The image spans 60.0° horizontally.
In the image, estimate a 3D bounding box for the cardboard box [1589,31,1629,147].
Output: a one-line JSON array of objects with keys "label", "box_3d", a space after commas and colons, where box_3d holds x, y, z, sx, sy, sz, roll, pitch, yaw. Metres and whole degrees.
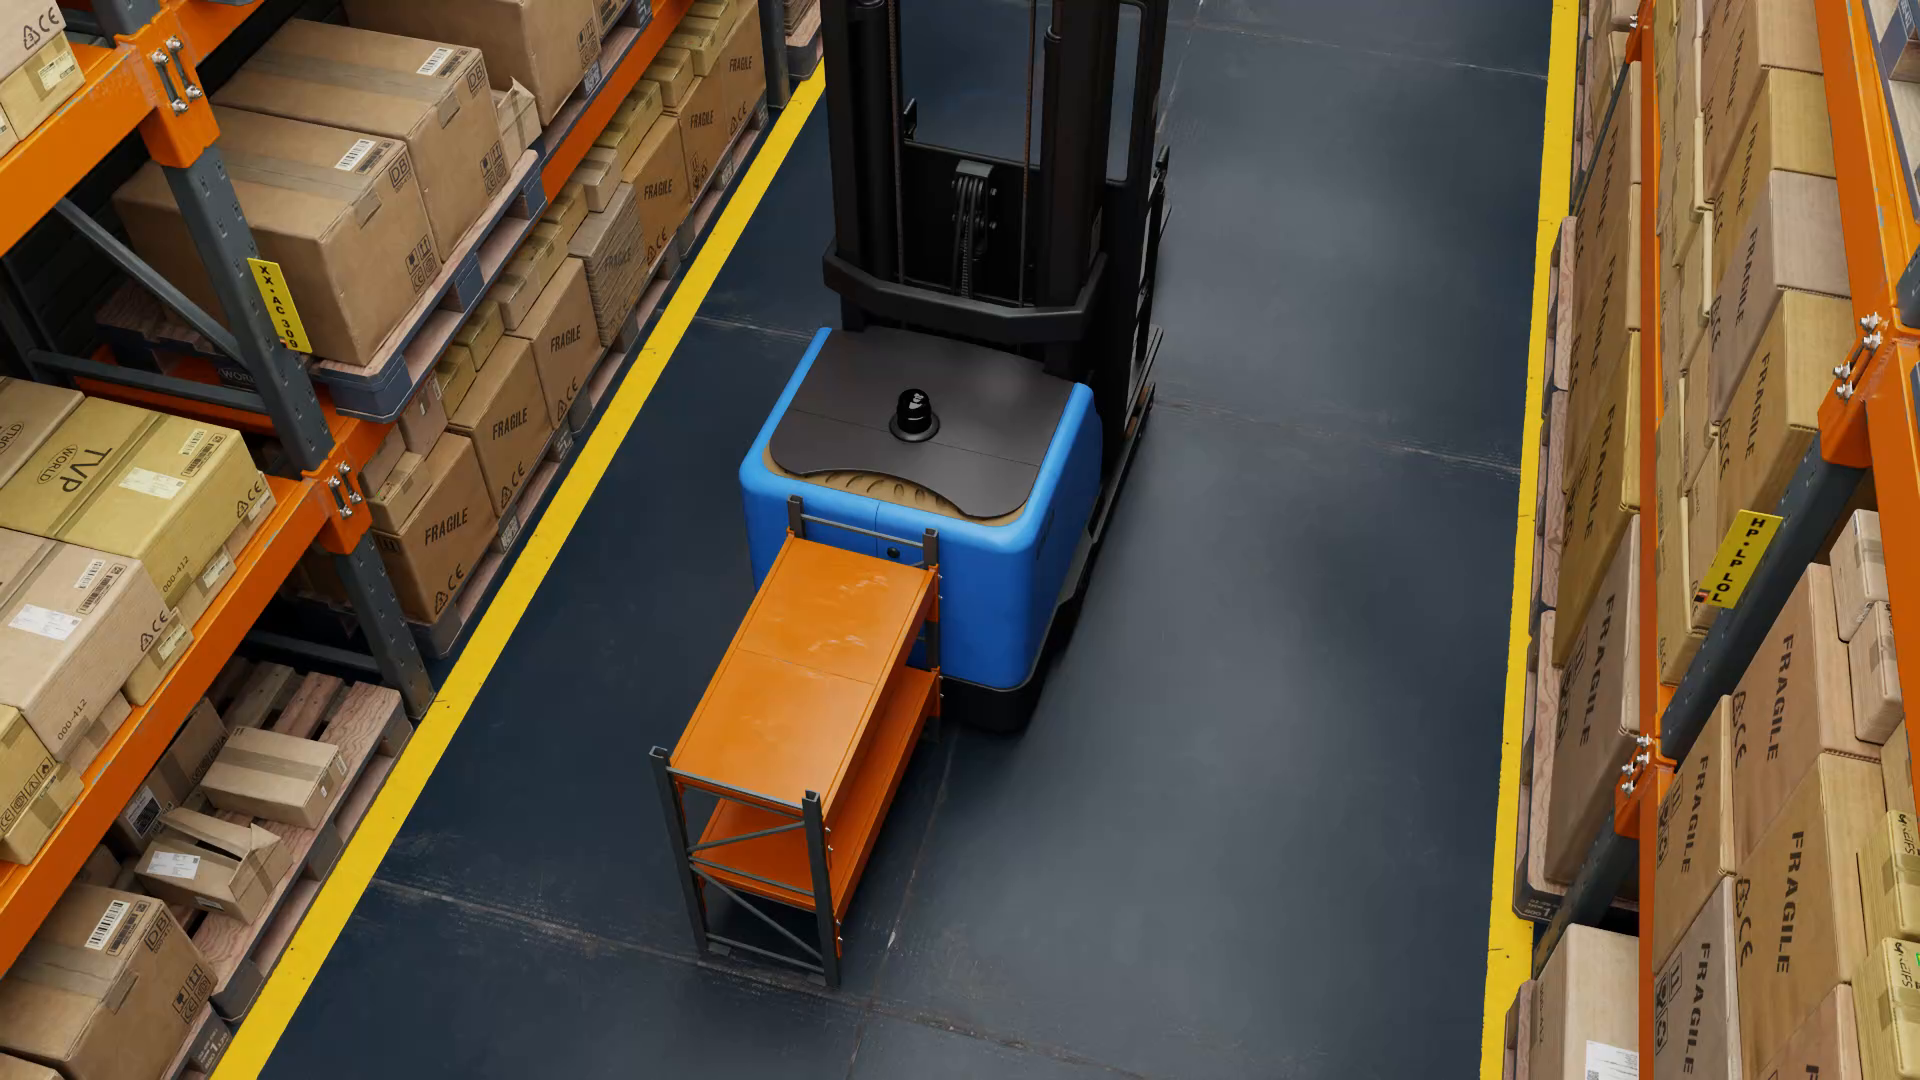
[{"label": "cardboard box", "box_3d": [3.564, -2.063, 7.962, 0.950, 0.372, 0.625, 9, 49, 7]}]

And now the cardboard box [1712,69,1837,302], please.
[{"label": "cardboard box", "box_3d": [2.510, -0.969, 4.790, 0.500, 0.500, 0.500, 13, 50, 11]}]

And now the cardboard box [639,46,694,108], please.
[{"label": "cardboard box", "box_3d": [-1.423, -2.098, 7.474, 0.380, 0.149, 0.250, 10, 49, 9]}]

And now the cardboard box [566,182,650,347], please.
[{"label": "cardboard box", "box_3d": [-1.683, -1.209, 7.122, 0.500, 0.500, 0.500, 10, 49, 9]}]

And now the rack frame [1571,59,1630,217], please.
[{"label": "rack frame", "box_3d": [3.406, -2.387, 6.775, 1.000, 3.000, 0.127, 12, 50, 10]}]

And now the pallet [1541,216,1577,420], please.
[{"label": "pallet", "box_3d": [3.126, -0.909, 7.330, 1.003, 0.211, 1.213, 12, 50, 10]}]

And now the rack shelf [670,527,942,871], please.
[{"label": "rack shelf", "box_3d": [-0.467, 0.462, 5.120, 0.538, 0.278, 1.000, 14, 50, 12]}]

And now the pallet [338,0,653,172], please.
[{"label": "pallet", "box_3d": [-1.891, -1.893, 6.467, 1.003, 0.211, 1.213, 12, 50, 10]}]

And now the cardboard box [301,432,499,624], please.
[{"label": "cardboard box", "box_3d": [-2.092, -0.088, 6.133, 0.500, 0.500, 0.500, 14, 50, 12]}]

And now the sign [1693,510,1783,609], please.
[{"label": "sign", "box_3d": [1.827, 0.049, 3.905, 0.100, 0.325, 0.005, 12, 50, 10]}]

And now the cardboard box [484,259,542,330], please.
[{"label": "cardboard box", "box_3d": [-1.870, -0.982, 6.489, 0.380, 0.149, 0.250, 11, 50, 10]}]

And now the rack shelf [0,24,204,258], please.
[{"label": "rack shelf", "box_3d": [-2.963, 0.221, 2.952, 1.077, 0.370, 4.000, 12, 50, 10]}]

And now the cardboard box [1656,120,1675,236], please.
[{"label": "cardboard box", "box_3d": [2.773, -1.280, 5.898, 0.500, 0.250, 0.500, 13, 50, 11]}]

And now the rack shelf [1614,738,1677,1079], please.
[{"label": "rack shelf", "box_3d": [1.827, 2.191, 3.214, 1.077, 0.370, 4.000, 12, 50, 10]}]

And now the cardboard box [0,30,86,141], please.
[{"label": "cardboard box", "box_3d": [-2.246, -1.062, 3.772, 0.380, 0.149, 0.250, 11, 50, 10]}]

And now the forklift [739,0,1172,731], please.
[{"label": "forklift", "box_3d": [0.195, -1.417, 5.964, 1.130, 2.935, 3.031, 14, 50, 12]}]

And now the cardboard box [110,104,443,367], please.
[{"label": "cardboard box", "box_3d": [-2.093, -0.948, 5.158, 0.700, 0.500, 0.500, 13, 50, 11]}]

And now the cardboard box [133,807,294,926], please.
[{"label": "cardboard box", "box_3d": [-2.394, 1.014, 5.316, 0.396, 0.266, 0.258, 13, 50, 11]}]

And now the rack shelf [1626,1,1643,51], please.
[{"label": "rack shelf", "box_3d": [3.932, -3.596, 8.321, 1.077, 0.370, 4.000, 12, 50, 10]}]

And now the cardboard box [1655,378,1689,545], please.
[{"label": "cardboard box", "box_3d": [2.363, -0.187, 4.933, 0.500, 0.250, 0.500, 11, 49, 10]}]

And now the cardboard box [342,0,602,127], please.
[{"label": "cardboard box", "box_3d": [-1.750, -1.891, 5.990, 0.700, 0.500, 0.500, 11, 50, 10]}]

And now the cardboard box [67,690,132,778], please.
[{"label": "cardboard box", "box_3d": [-2.465, 0.463, 4.427, 0.380, 0.149, 0.250, 13, 50, 11]}]

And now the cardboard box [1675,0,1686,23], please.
[{"label": "cardboard box", "box_3d": [3.034, -2.185, 6.363, 0.500, 0.250, 0.500, 11, 50, 10]}]

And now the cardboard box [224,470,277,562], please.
[{"label": "cardboard box", "box_3d": [-2.277, -0.107, 4.930, 0.380, 0.149, 0.250, 12, 50, 11]}]

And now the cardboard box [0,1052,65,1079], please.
[{"label": "cardboard box", "box_3d": [-2.739, 1.714, 4.543, 0.500, 0.500, 0.500, 12, 50, 11]}]

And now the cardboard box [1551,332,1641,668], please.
[{"label": "cardboard box", "box_3d": [2.669, -0.049, 5.848, 0.875, 0.875, 0.875, 13, 50, 11]}]

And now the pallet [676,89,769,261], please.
[{"label": "pallet", "box_3d": [-1.617, -1.909, 8.213, 1.003, 0.211, 1.213, 12, 50, 10]}]

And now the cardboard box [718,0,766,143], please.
[{"label": "cardboard box", "box_3d": [-1.288, -2.327, 8.109, 0.500, 0.500, 0.500, 13, 50, 11]}]

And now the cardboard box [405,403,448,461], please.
[{"label": "cardboard box", "box_3d": [-2.087, -0.420, 5.993, 0.380, 0.149, 0.250, 10, 49, 9]}]

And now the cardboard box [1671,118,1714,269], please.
[{"label": "cardboard box", "box_3d": [2.608, -1.089, 5.396, 0.500, 0.250, 0.500, 12, 50, 11]}]

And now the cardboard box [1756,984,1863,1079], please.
[{"label": "cardboard box", "box_3d": [1.709, 1.171, 2.901, 0.500, 0.500, 0.500, 12, 50, 11]}]

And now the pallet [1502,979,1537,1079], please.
[{"label": "pallet", "box_3d": [2.078, 1.964, 4.795, 1.003, 0.211, 1.213, 12, 50, 10]}]

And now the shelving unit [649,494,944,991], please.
[{"label": "shelving unit", "box_3d": [-0.467, 0.656, 5.340, 0.538, 1.125, 1.048, 14, 50, 12]}]

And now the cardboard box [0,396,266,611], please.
[{"label": "cardboard box", "box_3d": [-2.335, -0.103, 4.661, 0.500, 0.250, 0.500, 13, 50, 11]}]

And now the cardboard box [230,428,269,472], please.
[{"label": "cardboard box", "box_3d": [-2.618, -0.320, 5.905, 0.380, 0.149, 0.250, 10, 49, 9]}]

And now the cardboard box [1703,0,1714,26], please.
[{"label": "cardboard box", "box_3d": [2.919, -2.082, 5.772, 0.500, 0.500, 0.500, 12, 50, 10]}]

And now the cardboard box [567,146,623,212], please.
[{"label": "cardboard box", "box_3d": [-1.645, -1.530, 6.973, 0.380, 0.149, 0.250, 9, 49, 8]}]

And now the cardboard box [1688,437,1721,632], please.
[{"label": "cardboard box", "box_3d": [2.235, 0.024, 4.414, 0.500, 0.250, 0.500, 12, 50, 10]}]

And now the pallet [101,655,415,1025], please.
[{"label": "pallet", "box_3d": [-2.618, 0.949, 5.691, 1.003, 0.211, 1.213, 12, 50, 10]}]

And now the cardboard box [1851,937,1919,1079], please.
[{"label": "cardboard box", "box_3d": [1.719, 0.841, 2.760, 0.380, 0.149, 0.250, 10, 49, 9]}]

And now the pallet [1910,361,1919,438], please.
[{"label": "pallet", "box_3d": [2.128, 0.133, 2.610, 1.003, 0.211, 1.213, 12, 50, 10]}]

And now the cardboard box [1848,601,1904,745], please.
[{"label": "cardboard box", "box_3d": [1.968, 0.293, 3.243, 0.380, 0.149, 0.250, 12, 50, 11]}]
